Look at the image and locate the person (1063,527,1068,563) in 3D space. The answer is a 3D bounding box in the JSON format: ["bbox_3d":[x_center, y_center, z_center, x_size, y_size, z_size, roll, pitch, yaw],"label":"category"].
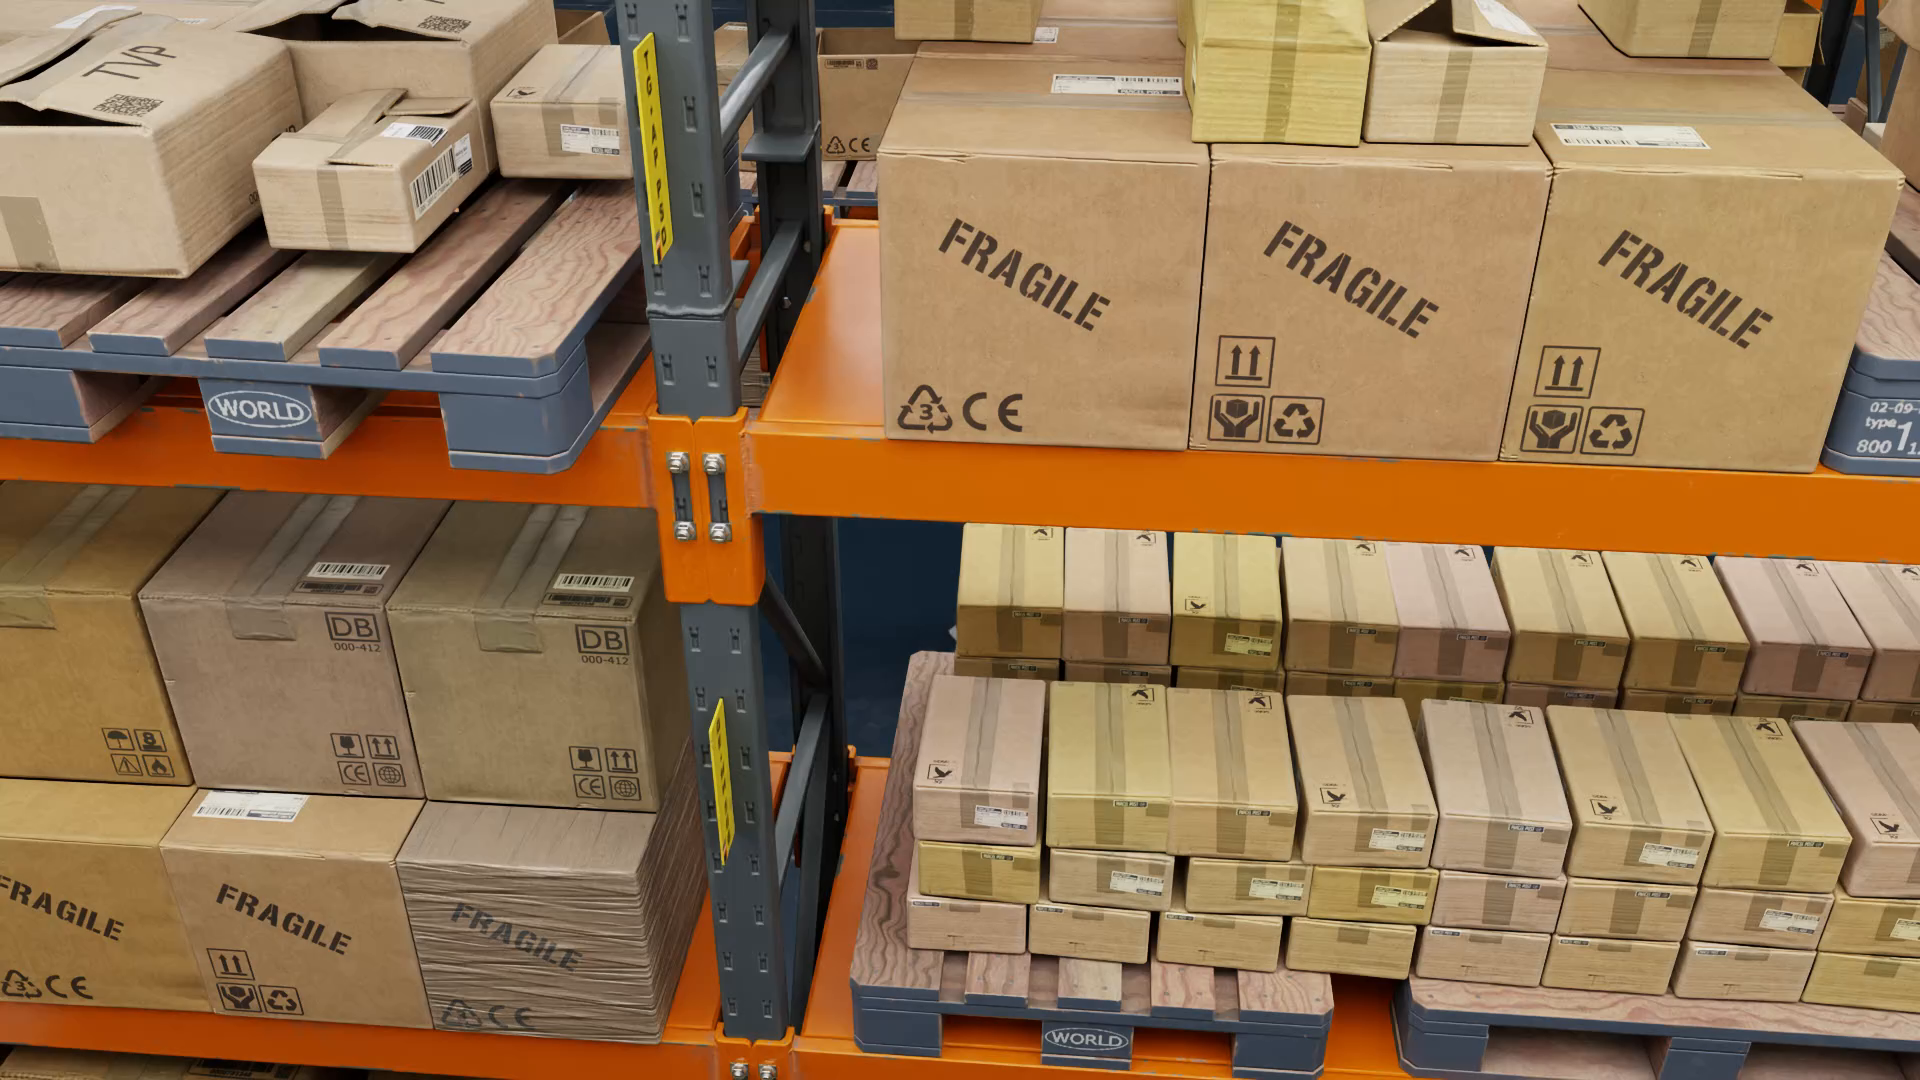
[{"bbox_3d":[0.249,-0.312,6.622,0.656,1.773,0.606,-19,36,-28],"label":"person"}]
